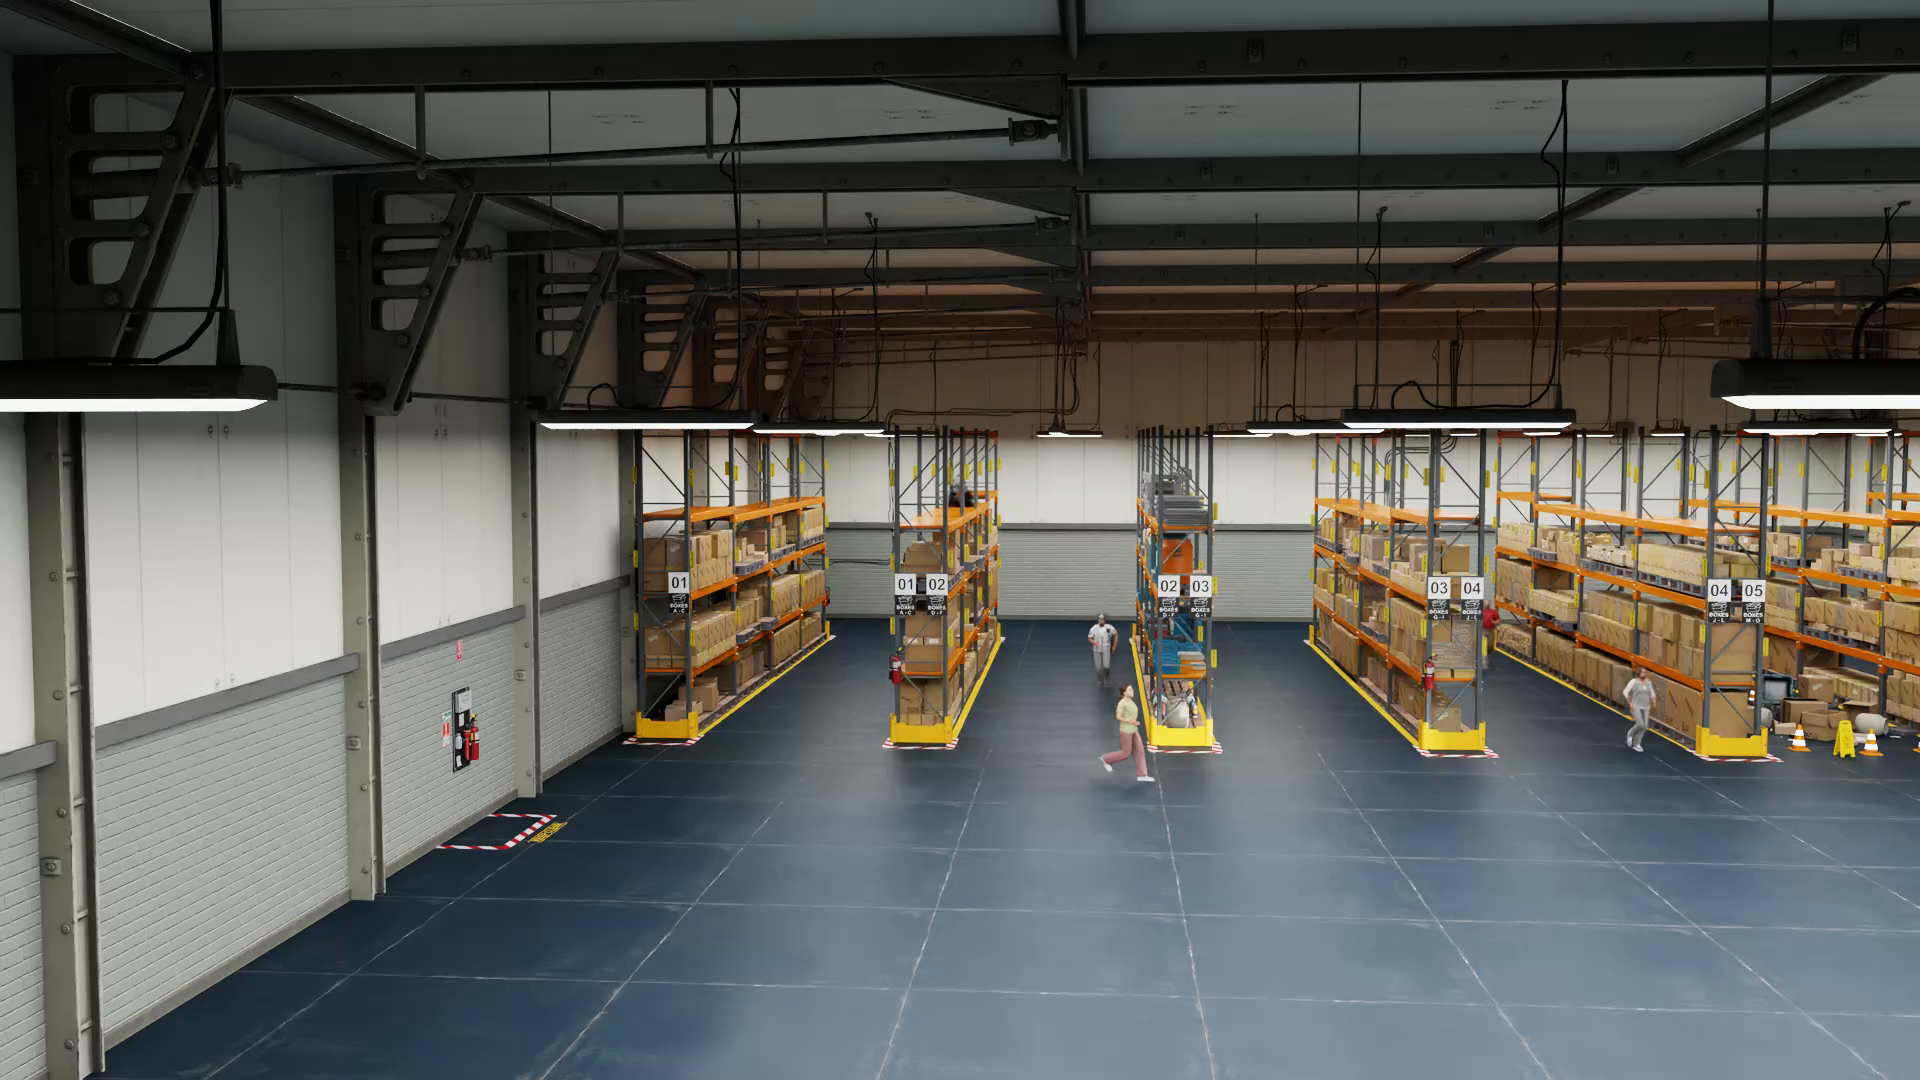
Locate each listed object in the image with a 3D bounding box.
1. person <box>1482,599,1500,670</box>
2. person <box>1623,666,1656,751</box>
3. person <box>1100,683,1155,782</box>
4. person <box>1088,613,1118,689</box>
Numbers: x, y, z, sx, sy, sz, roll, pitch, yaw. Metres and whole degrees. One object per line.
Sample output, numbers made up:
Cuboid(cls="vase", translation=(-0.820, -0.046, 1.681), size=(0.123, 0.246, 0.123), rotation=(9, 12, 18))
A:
Cuboid(cls="person", translation=(13.187, 2.337, 41.667), size=(0.663, 1.713, 0.990), rotation=(0, 3, 5))
Cuboid(cls="person", translation=(12.537, 3.105, 30.598), size=(0.549, 1.569, 0.532), rotation=(-1, 3, -9))
Cuboid(cls="person", translation=(2.826, 3.216, 27.908), size=(0.970, 1.633, 0.576), rotation=(2, 4, 32))
Cuboid(cls="person", translation=(3.287, 2.552, 38.223), size=(0.684, 1.776, 0.658), rotation=(0, 3, 6))
